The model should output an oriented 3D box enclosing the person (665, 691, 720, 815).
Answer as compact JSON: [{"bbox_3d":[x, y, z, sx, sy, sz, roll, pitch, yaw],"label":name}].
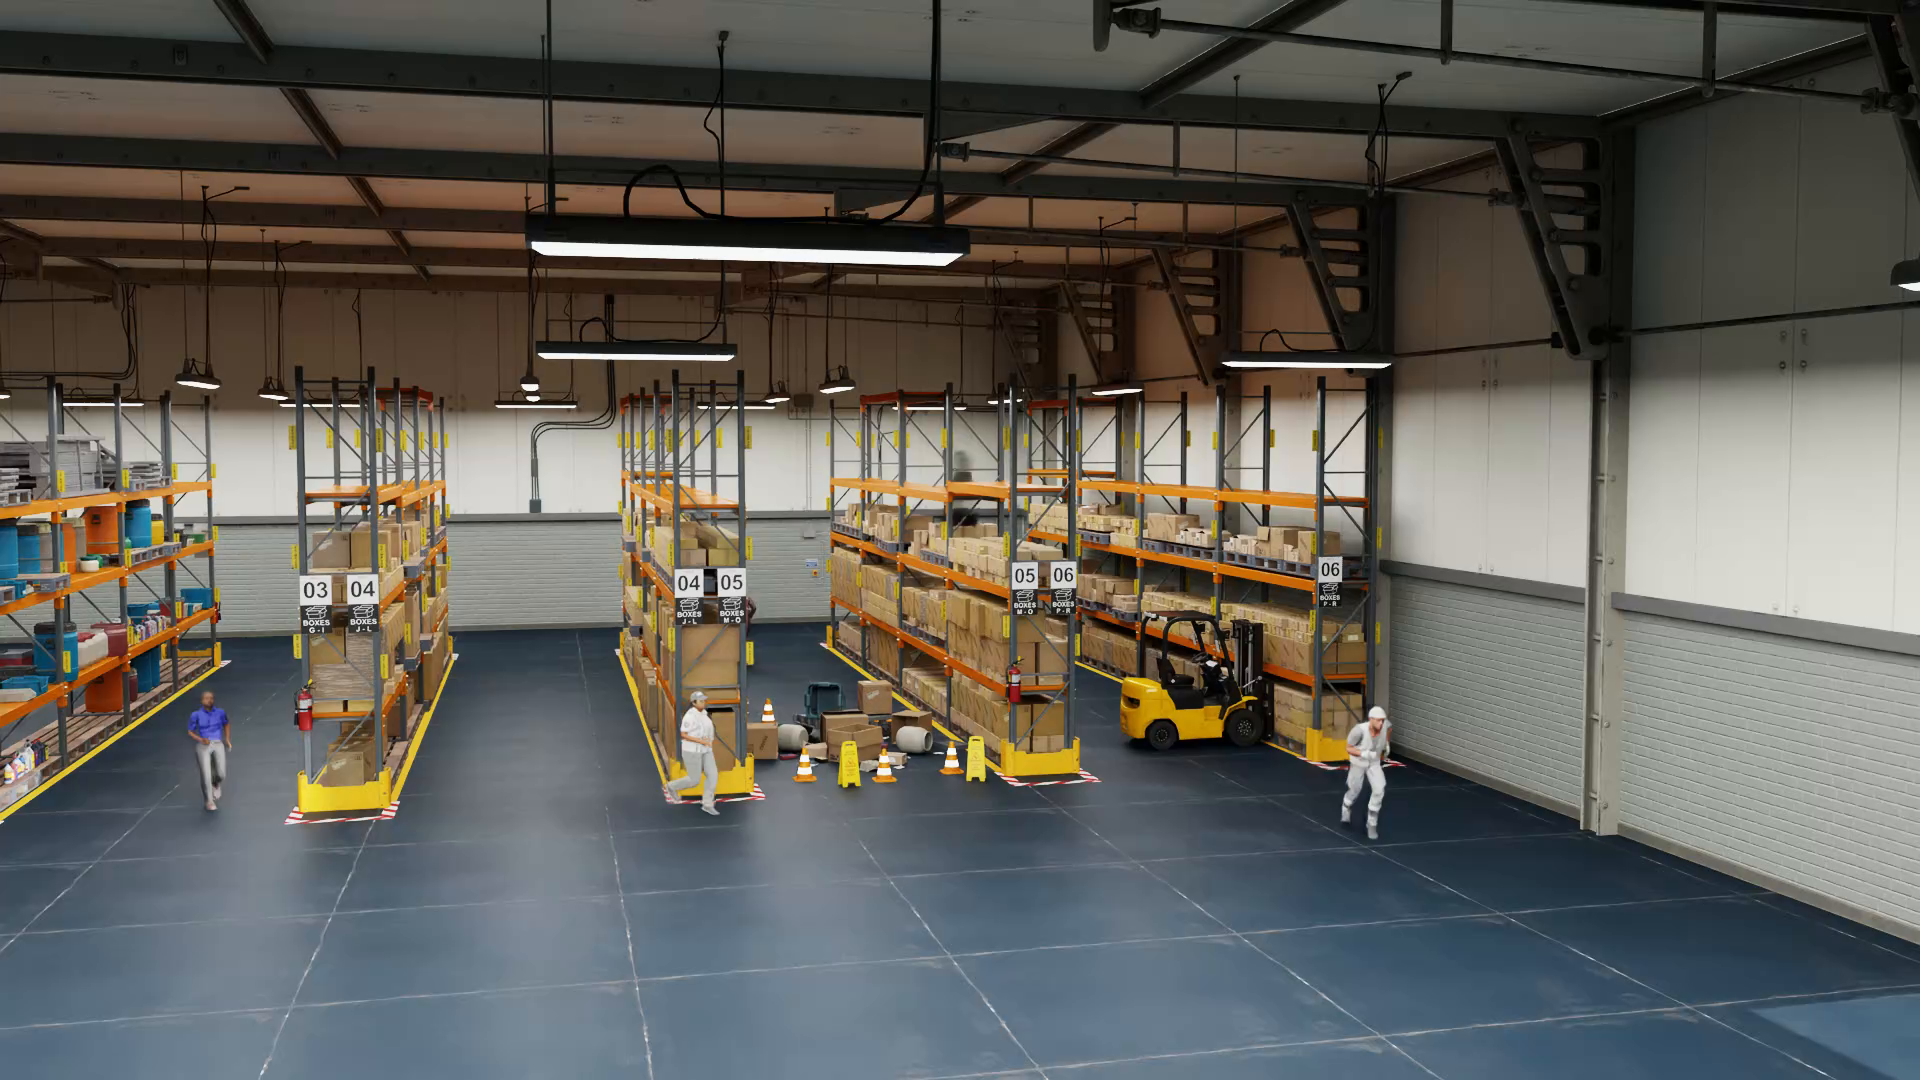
[{"bbox_3d":[-3.582,2.870,22.412,0.806,1.682,0.614,2,4,25],"label":"person"}]

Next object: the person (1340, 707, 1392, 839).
[{"bbox_3d":[5.163,2.924,21.199,0.707,1.722,1.028,-1,3,-13],"label":"person"}]

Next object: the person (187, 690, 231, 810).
[{"bbox_3d":[-10.162,2.853,22.572,0.569,1.617,0.529,-2,4,-35],"label":"person"}]

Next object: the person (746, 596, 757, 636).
[{"bbox_3d":[-4.886,1.924,37.315,0.702,1.733,1.011,-1,4,-21],"label":"person"}]
